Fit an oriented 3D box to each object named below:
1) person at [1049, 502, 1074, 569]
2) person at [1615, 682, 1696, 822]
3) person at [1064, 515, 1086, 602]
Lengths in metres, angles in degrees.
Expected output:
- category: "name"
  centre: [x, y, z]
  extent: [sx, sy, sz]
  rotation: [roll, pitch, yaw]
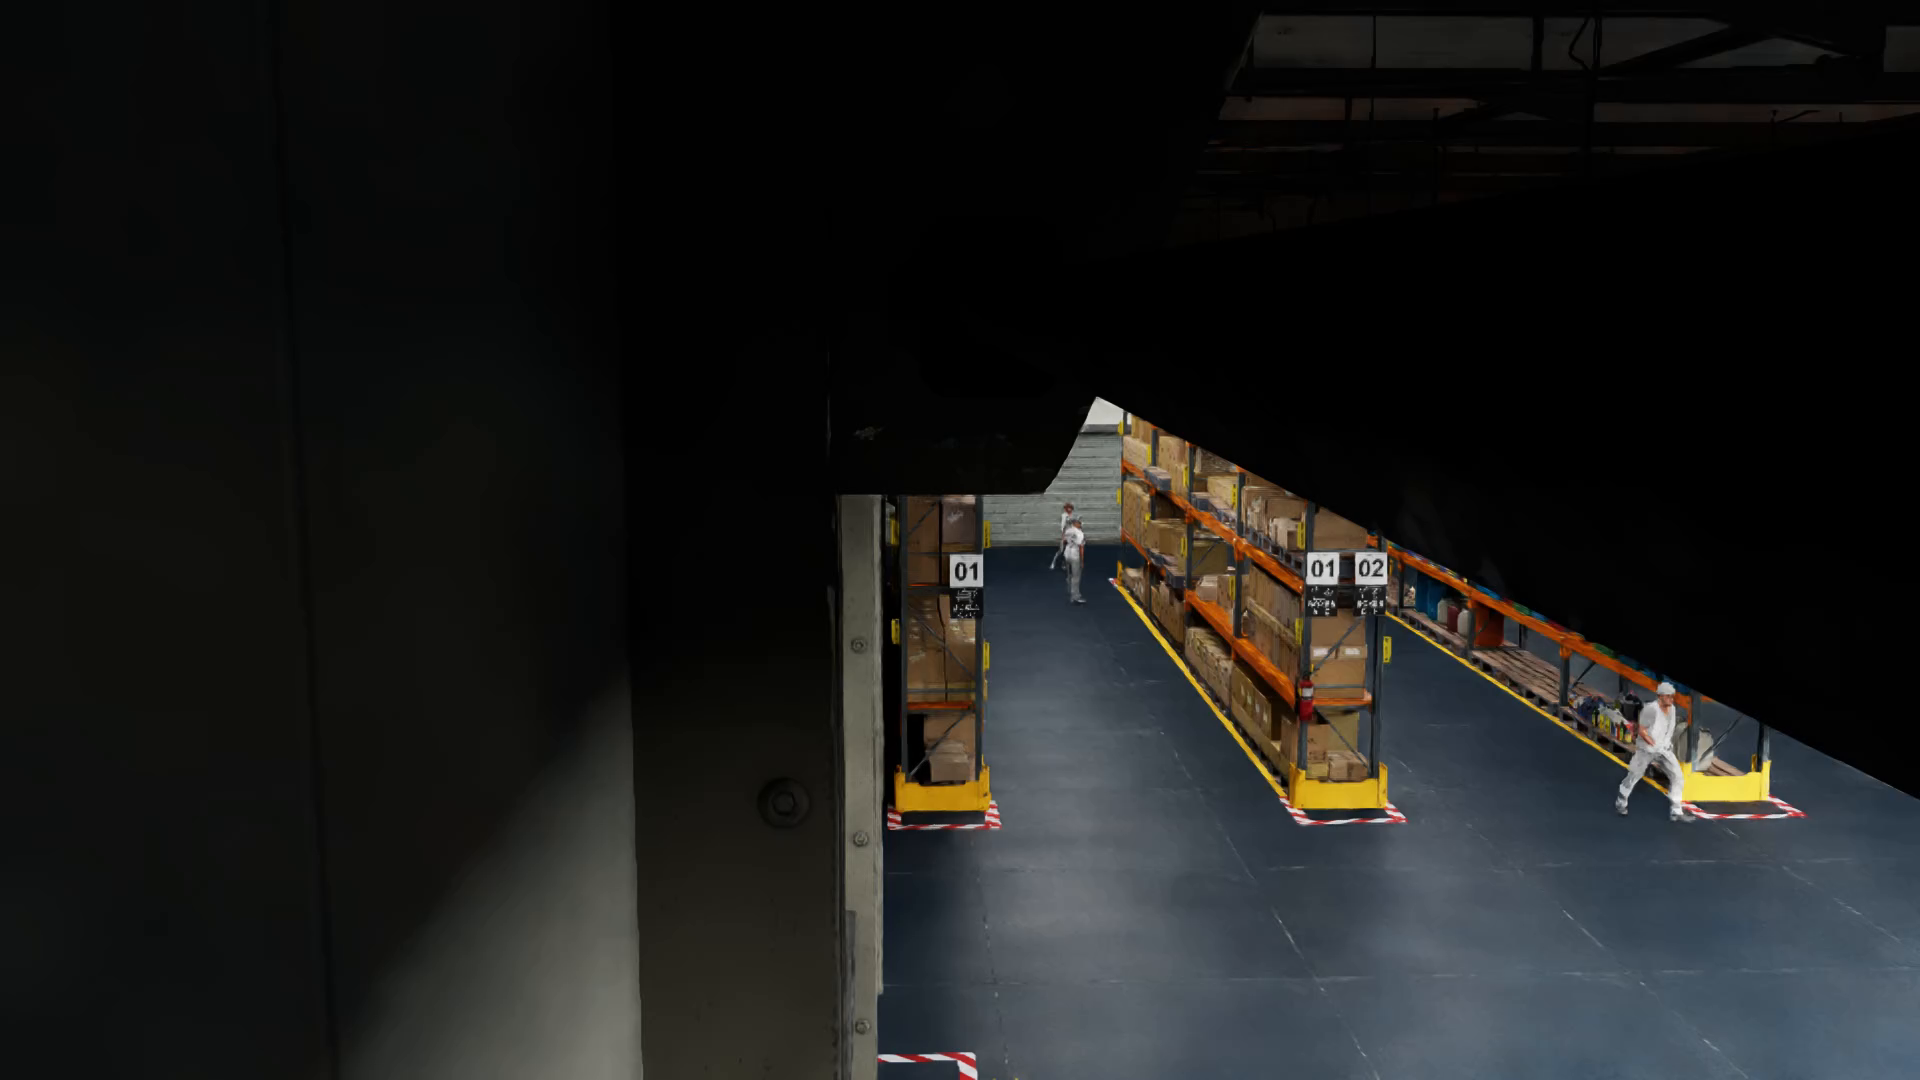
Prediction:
- category: "person"
  centre: [2.358, -0.089, 38.277]
  extent: [0.472, 1.588, 0.595]
  rotation: [7, 11, 41]
- category: "person"
  centre: [8.389, 2.525, 20.082]
  extent: [0.675, 1.720, 0.842]
  rotation: [-3, 9, -19]
- category: "person"
  centre: [2.424, 0.368, 34.487]
  extent: [0.492, 1.765, 0.628]
  rotation: [-5, 10, -31]
